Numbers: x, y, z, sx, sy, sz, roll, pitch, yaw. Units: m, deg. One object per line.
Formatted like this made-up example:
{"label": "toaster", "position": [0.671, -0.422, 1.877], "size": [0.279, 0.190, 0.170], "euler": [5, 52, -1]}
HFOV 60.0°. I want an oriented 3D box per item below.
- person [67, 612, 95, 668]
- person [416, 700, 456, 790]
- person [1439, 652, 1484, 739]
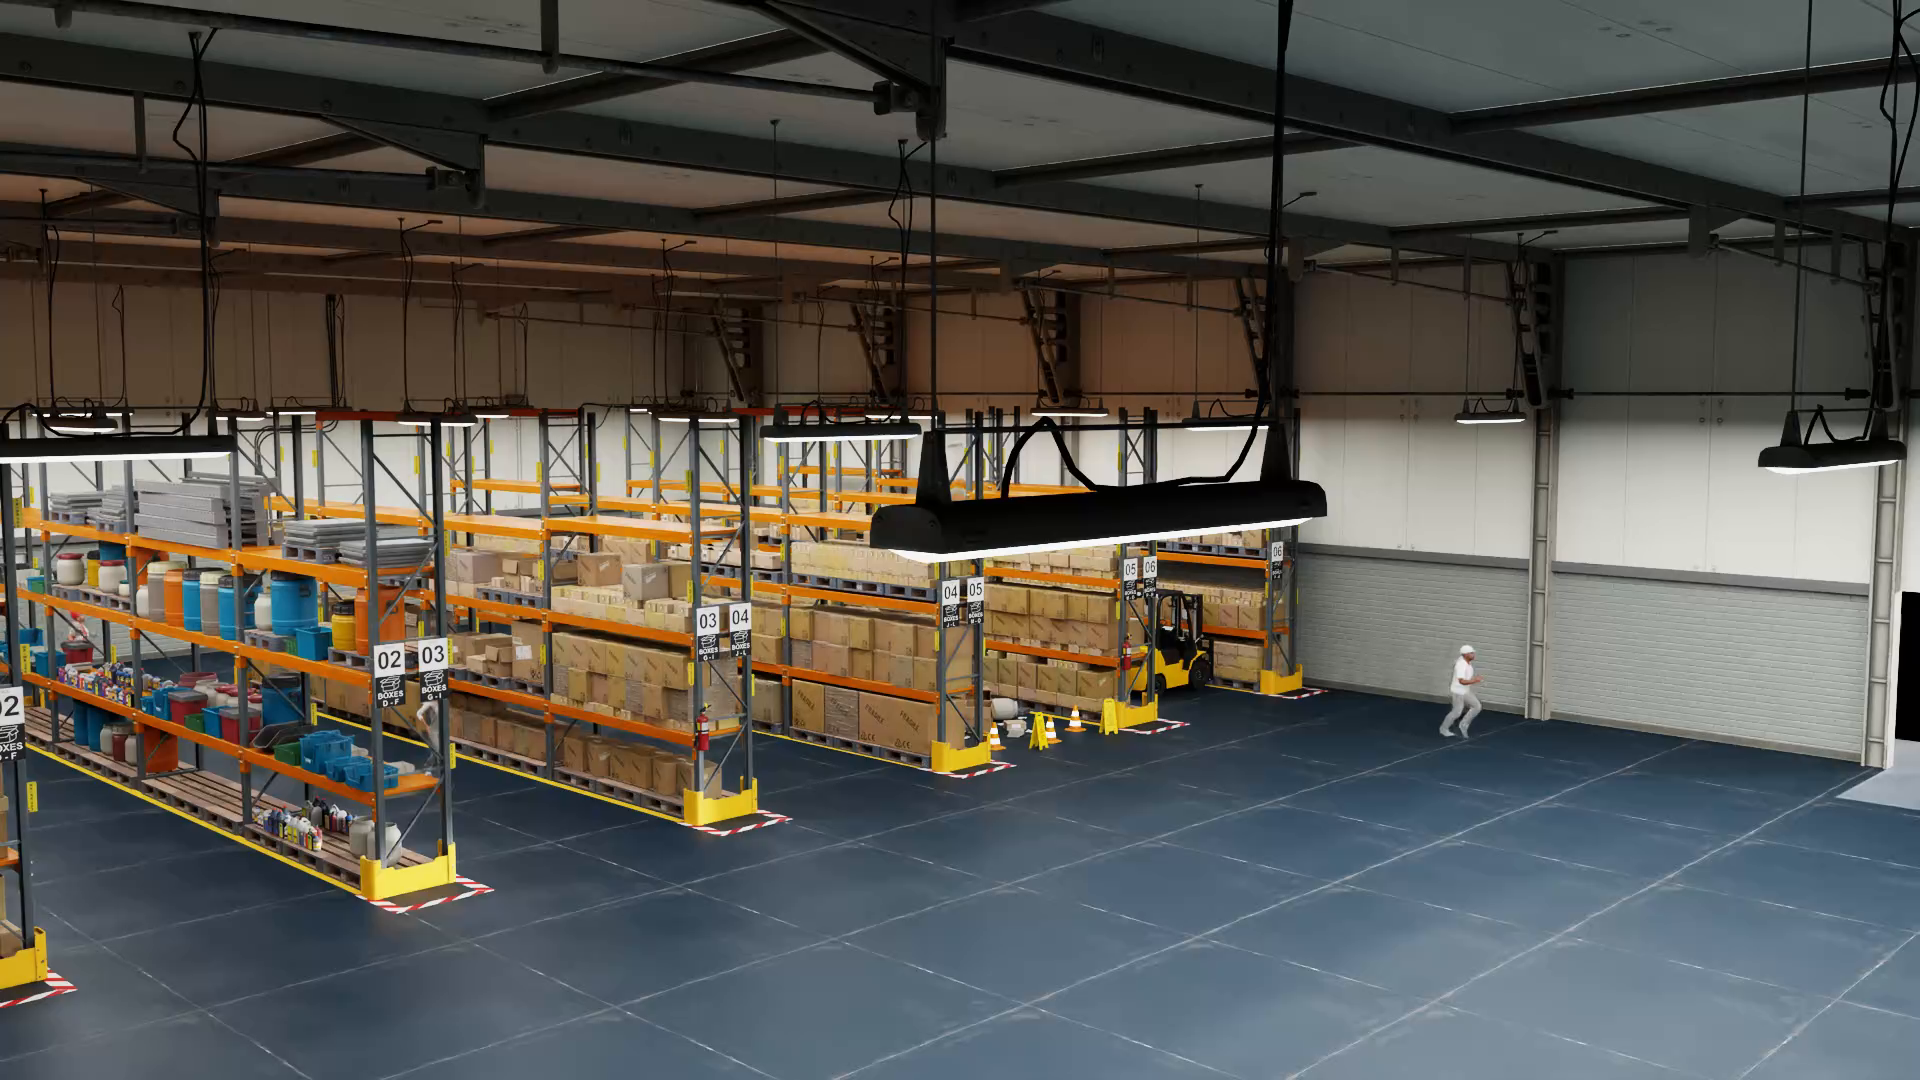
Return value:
{"label": "person", "position": [-18.505, 2.337, 34.982], "size": [0.970, 1.768, 0.667], "euler": [-3, 6, -29]}
{"label": "person", "position": [-8.411, 3.159, 26.793], "size": [0.830, 1.612, 0.534], "euler": [3, 6, 34]}
{"label": "person", "position": [9.154, 2.788, 30.297], "size": [0.797, 1.700, 0.734], "euler": [3, 6, 31]}
